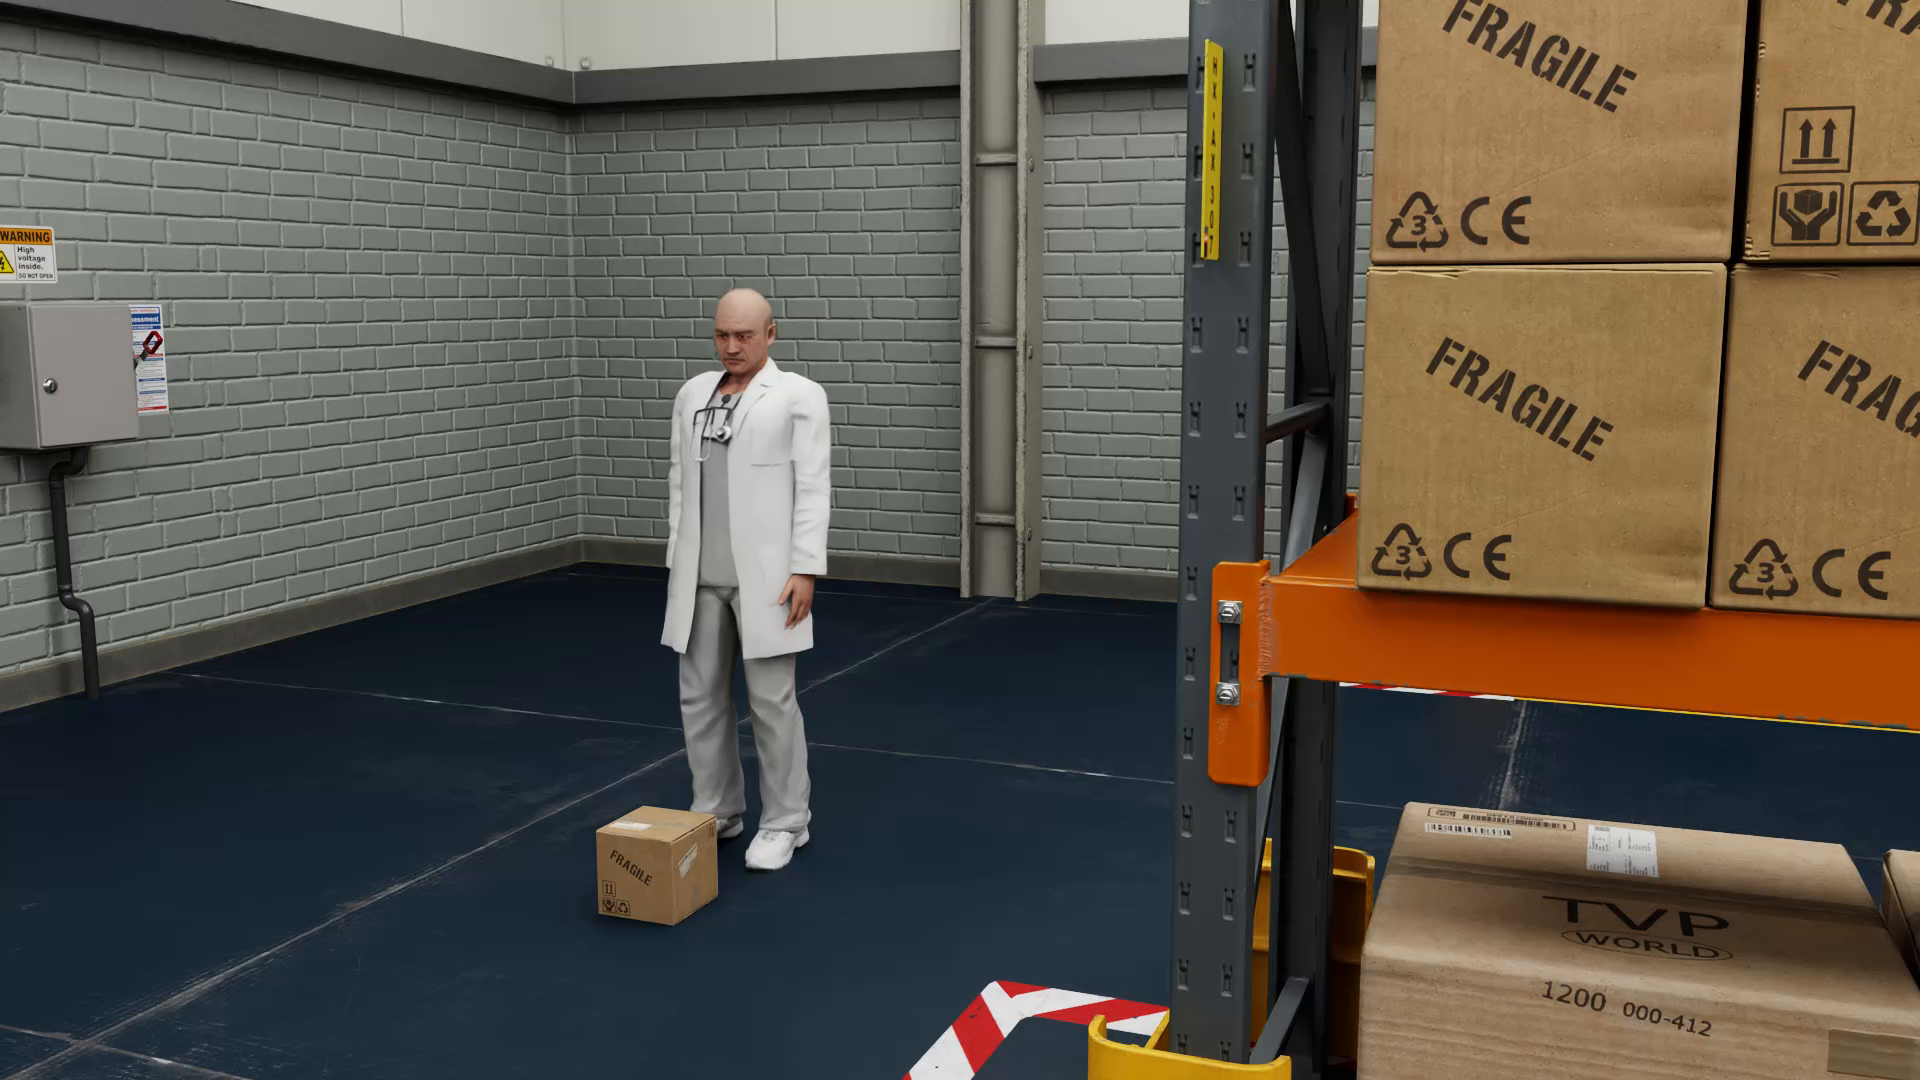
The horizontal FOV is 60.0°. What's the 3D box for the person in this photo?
[{"bbox_3d":[-0.668,0.117,5.148,0.562,1.777,0.383,4,9,22],"label":"person"}]
